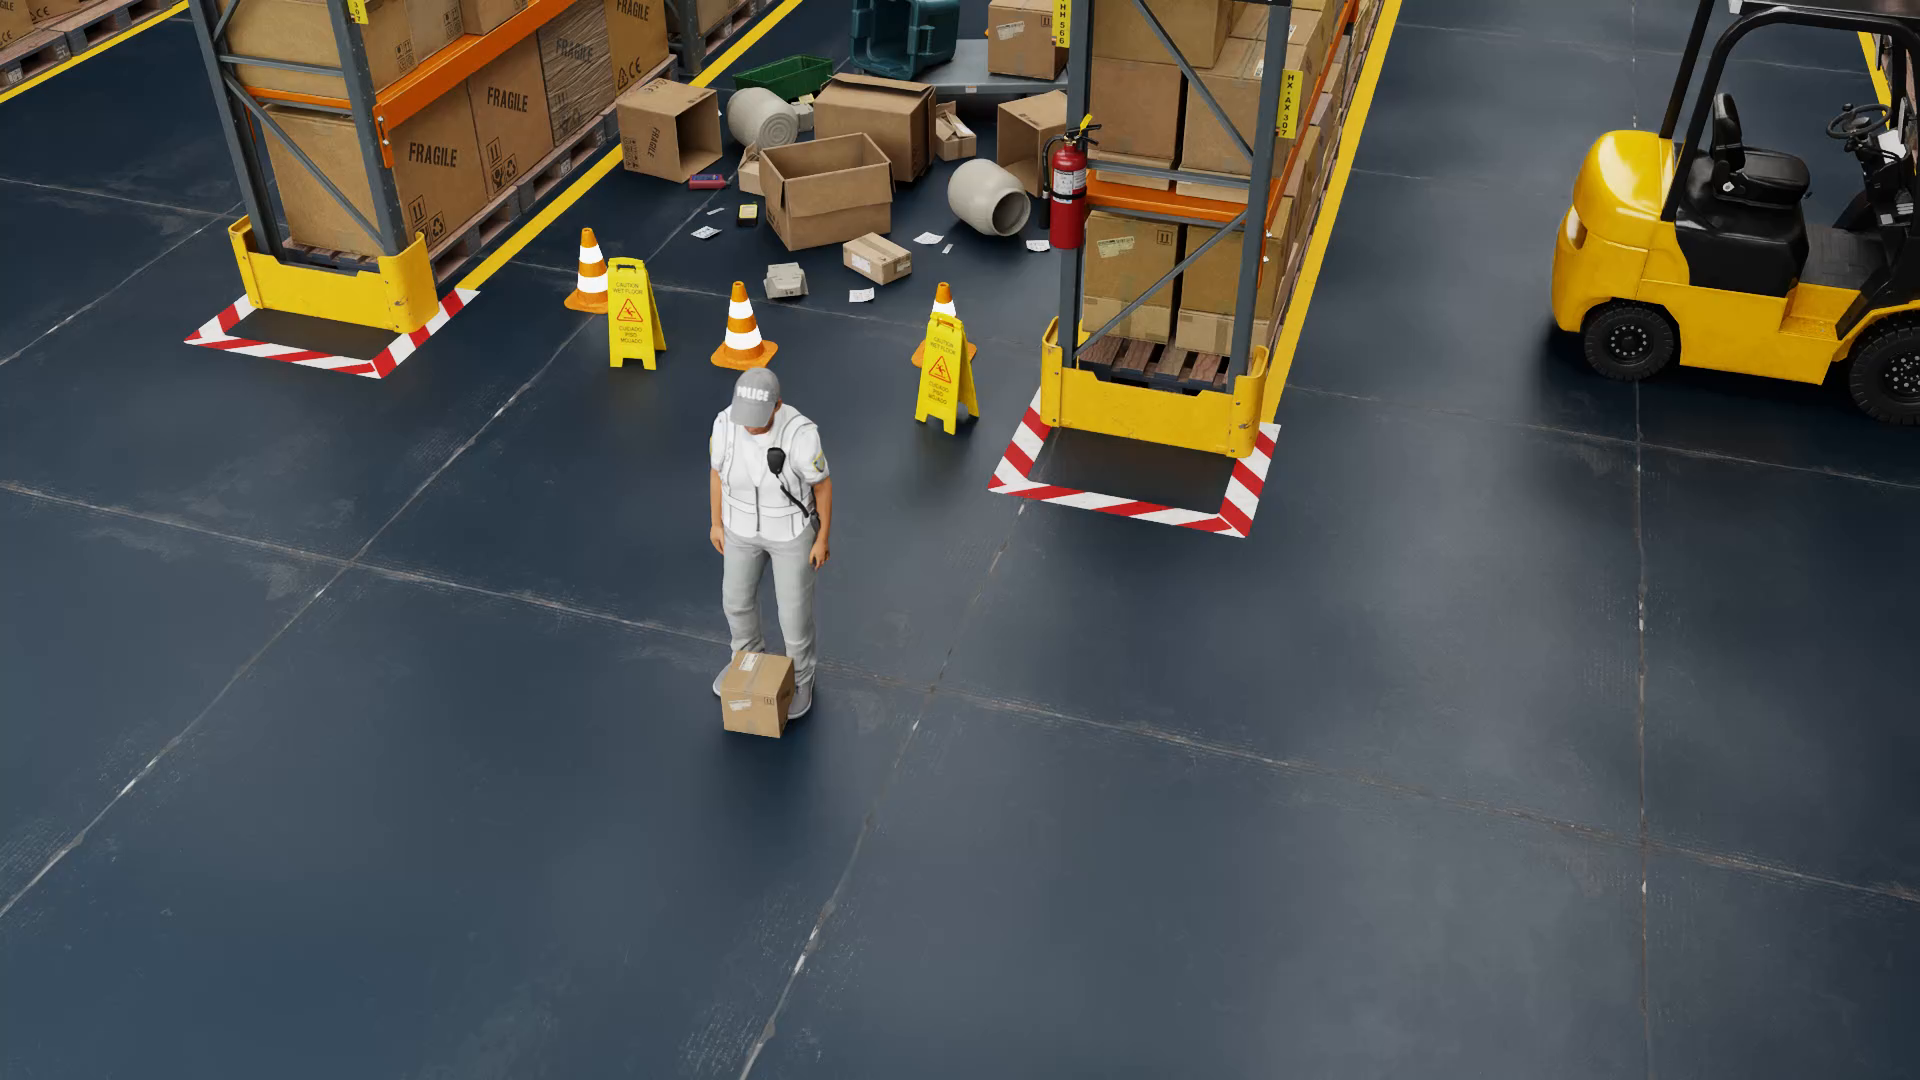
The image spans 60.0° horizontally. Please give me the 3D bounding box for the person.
[{"bbox_3d":[-0.804,-0.024,6.917,0.552,1.664,0.468,9,38,11],"label":"person"}]
